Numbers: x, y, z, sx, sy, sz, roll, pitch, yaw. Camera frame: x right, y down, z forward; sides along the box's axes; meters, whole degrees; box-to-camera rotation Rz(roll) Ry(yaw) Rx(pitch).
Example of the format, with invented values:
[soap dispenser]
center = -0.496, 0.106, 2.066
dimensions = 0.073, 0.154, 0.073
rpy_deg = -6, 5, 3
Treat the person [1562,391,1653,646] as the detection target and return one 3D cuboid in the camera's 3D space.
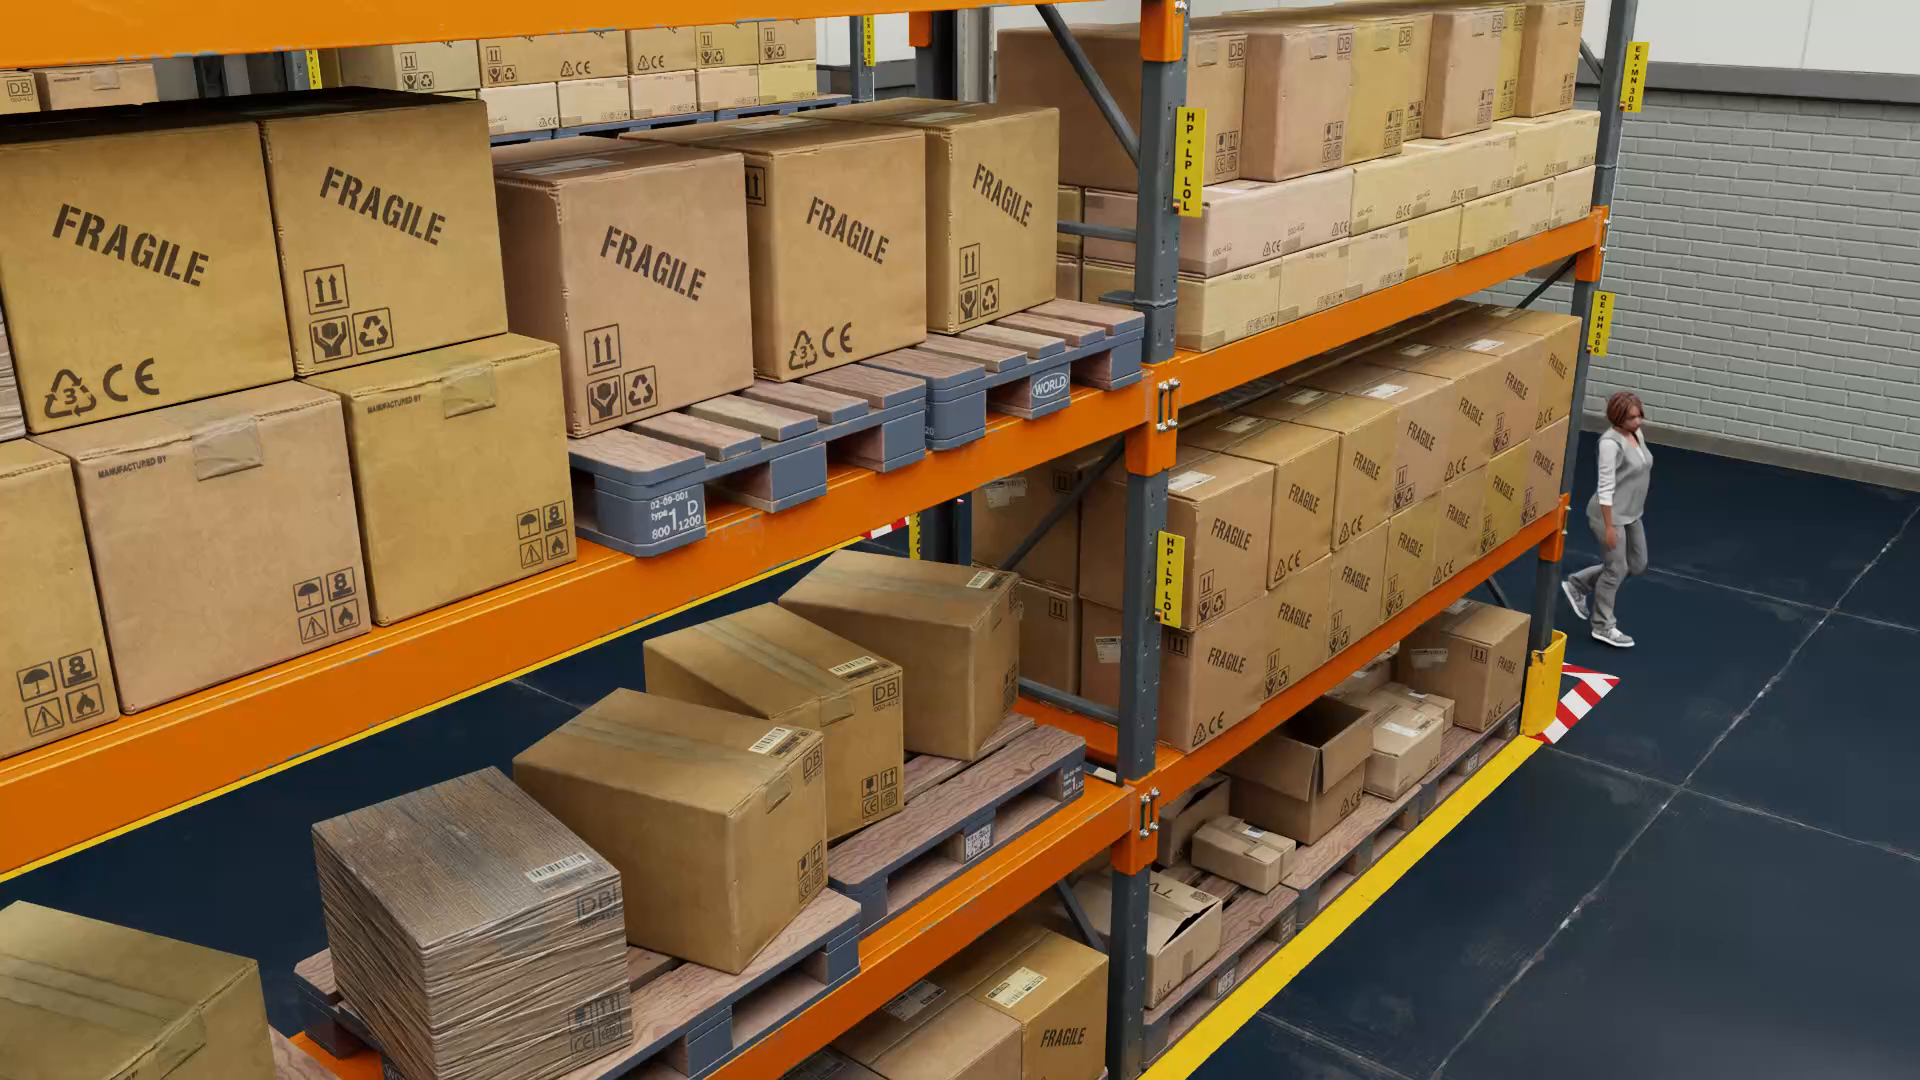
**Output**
[person]
center = 3.871, -0.139, 9.921
dimensions = 0.515, 1.578, 0.424
rpy_deg = 19, 27, 41
